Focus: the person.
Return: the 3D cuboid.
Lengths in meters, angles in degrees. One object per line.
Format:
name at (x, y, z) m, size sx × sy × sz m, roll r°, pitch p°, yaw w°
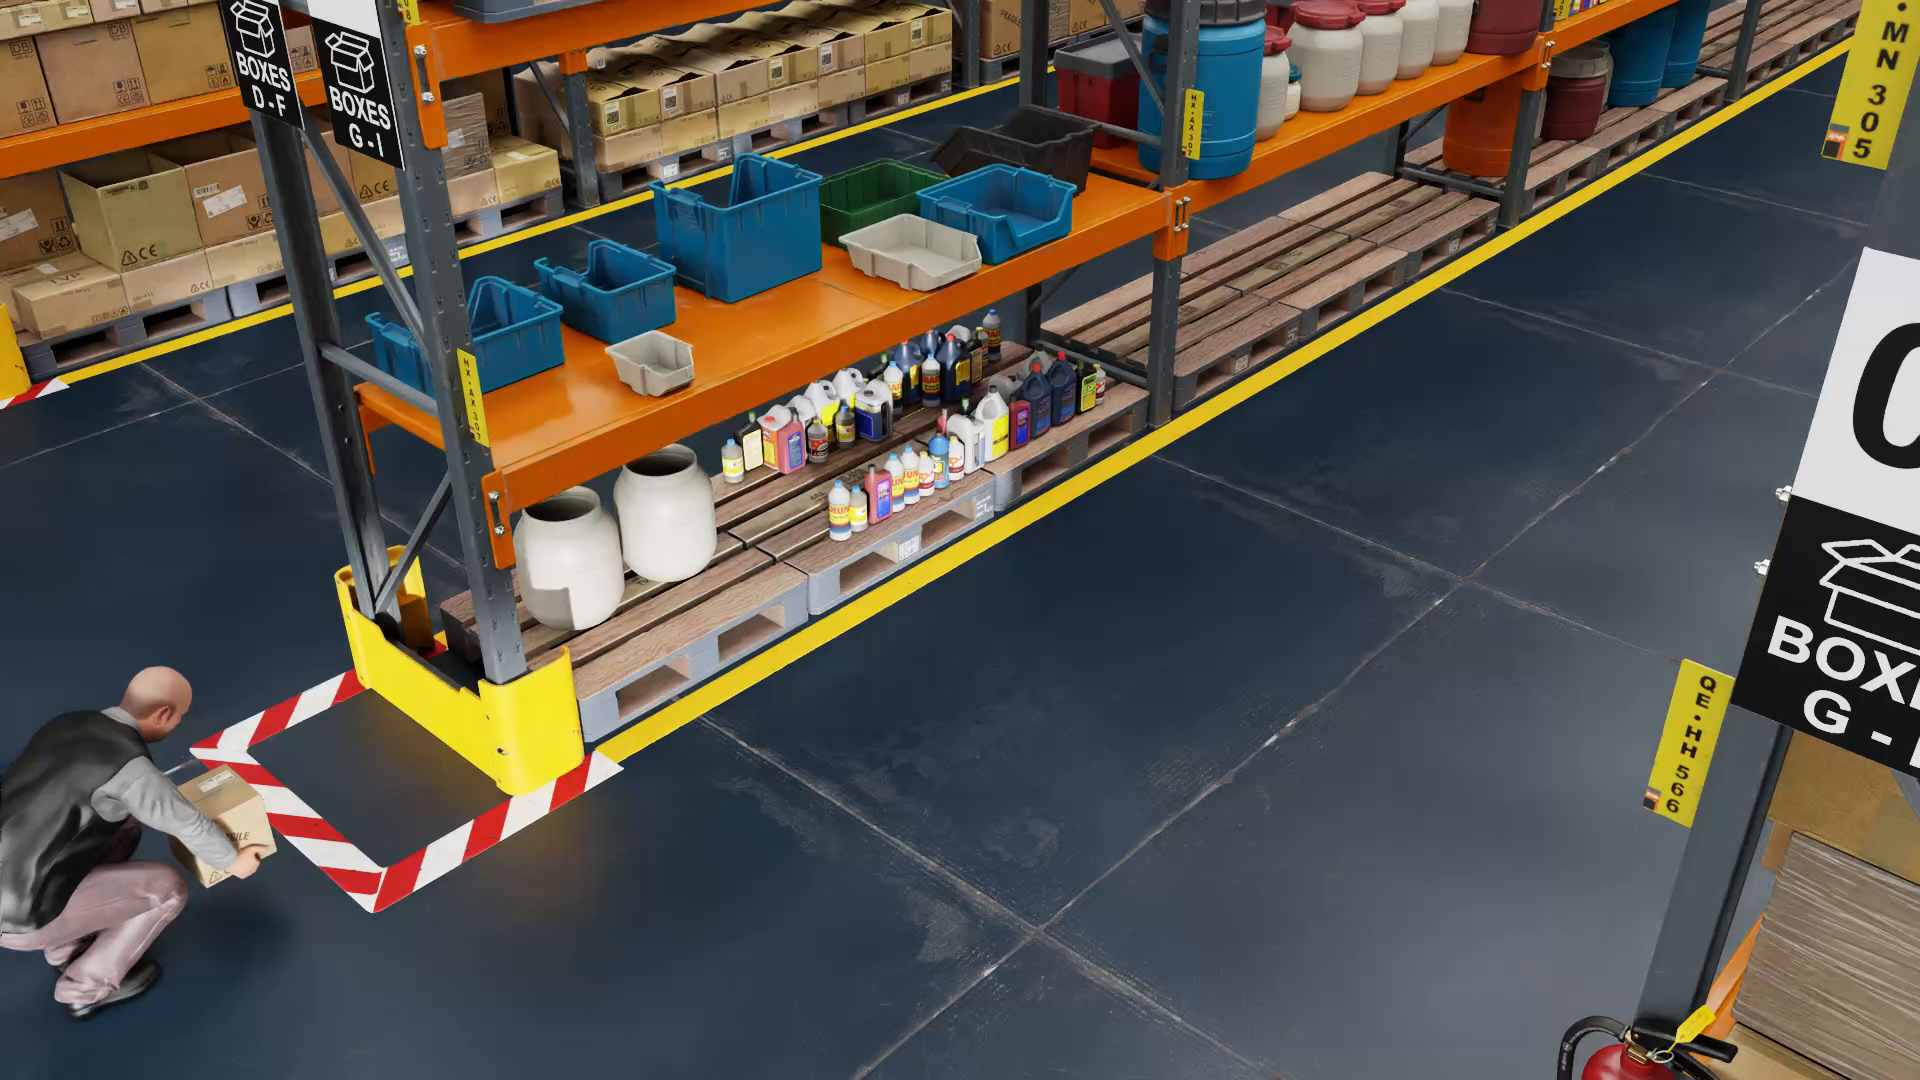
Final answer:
person at (-2.745, 0.961, 5.313) m, size 0.508 × 0.961 × 0.898 m, roll 24°, pitch 39°, yaw 34°
